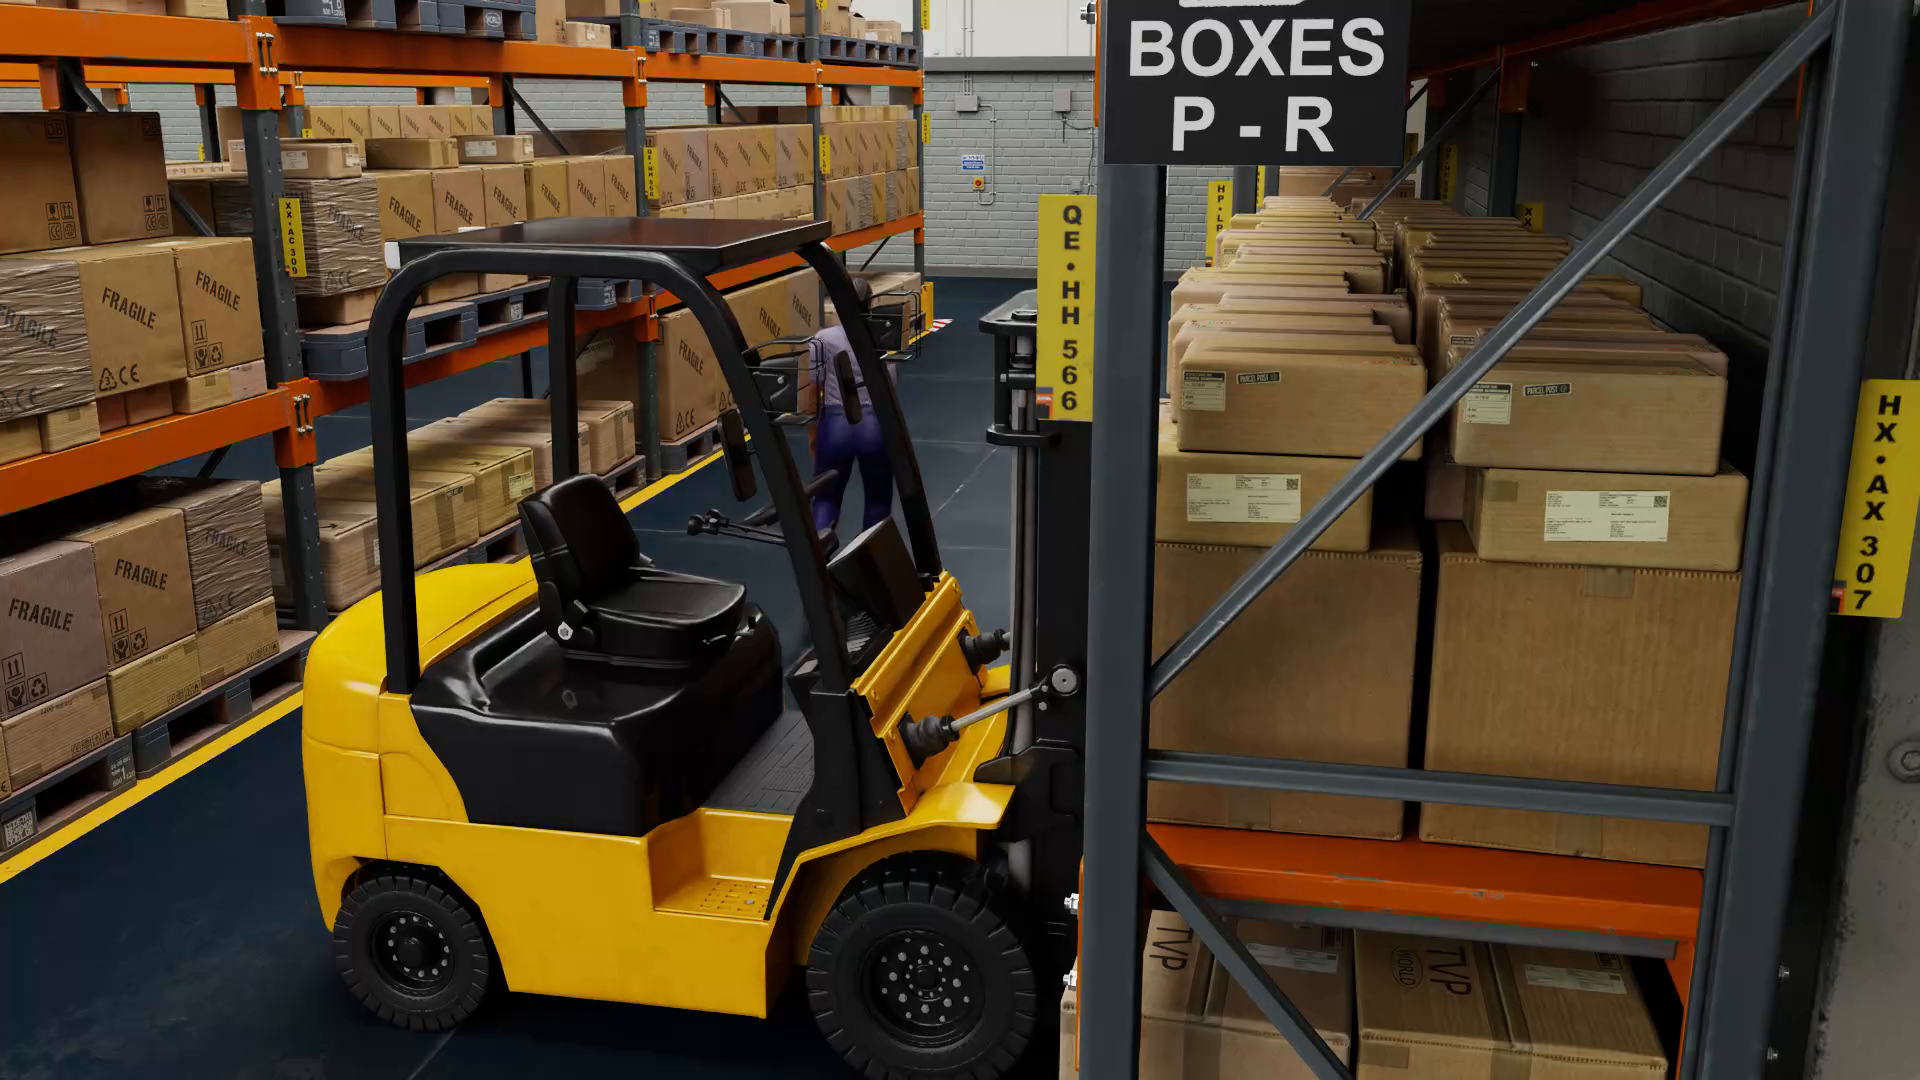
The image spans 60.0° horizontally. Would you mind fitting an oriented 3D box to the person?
[{"bbox_3d":[-0.550,-0.490,8.343,0.484,1.628,0.683,1,15,4],"label":"person"}]
